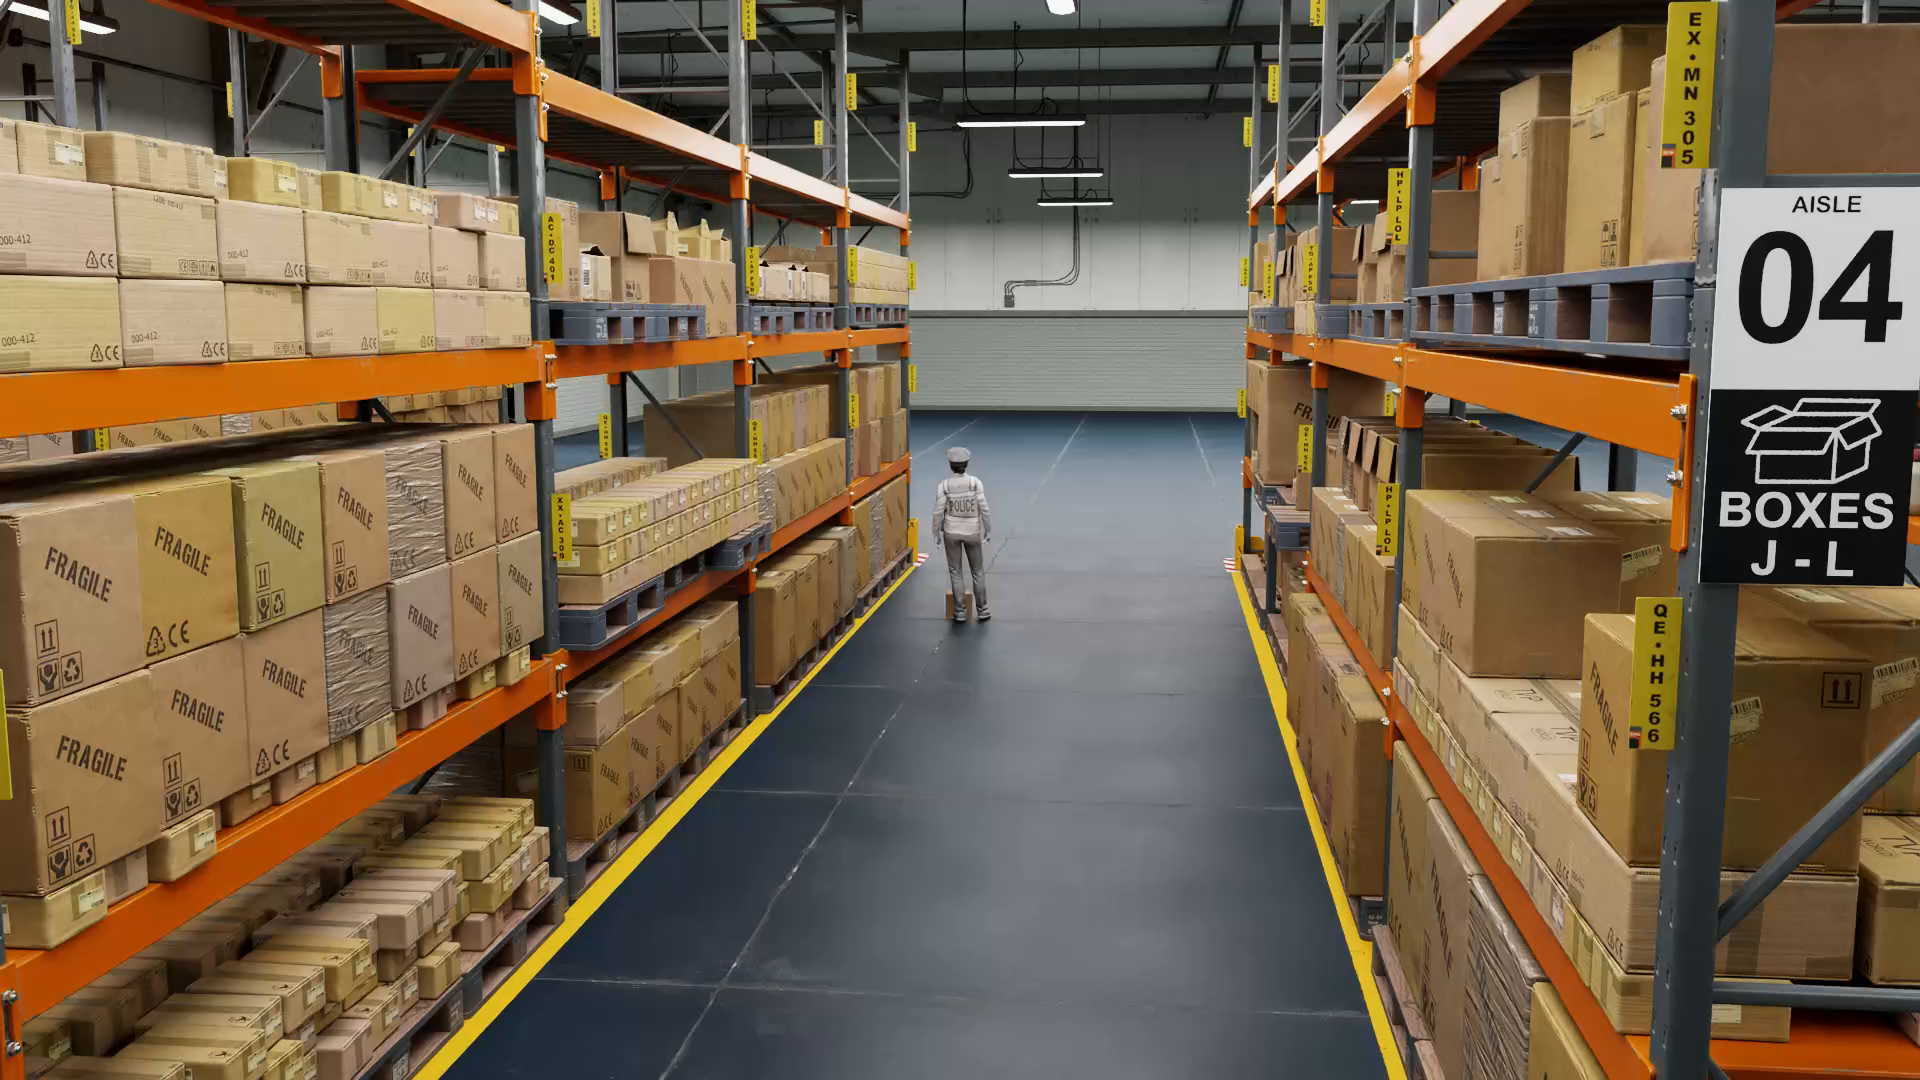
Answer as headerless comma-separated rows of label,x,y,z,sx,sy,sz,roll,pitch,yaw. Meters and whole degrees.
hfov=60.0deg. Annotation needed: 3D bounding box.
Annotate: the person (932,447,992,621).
person,0.020,-0.061,16.062,0.586,1.694,0.530,0,8,-1
